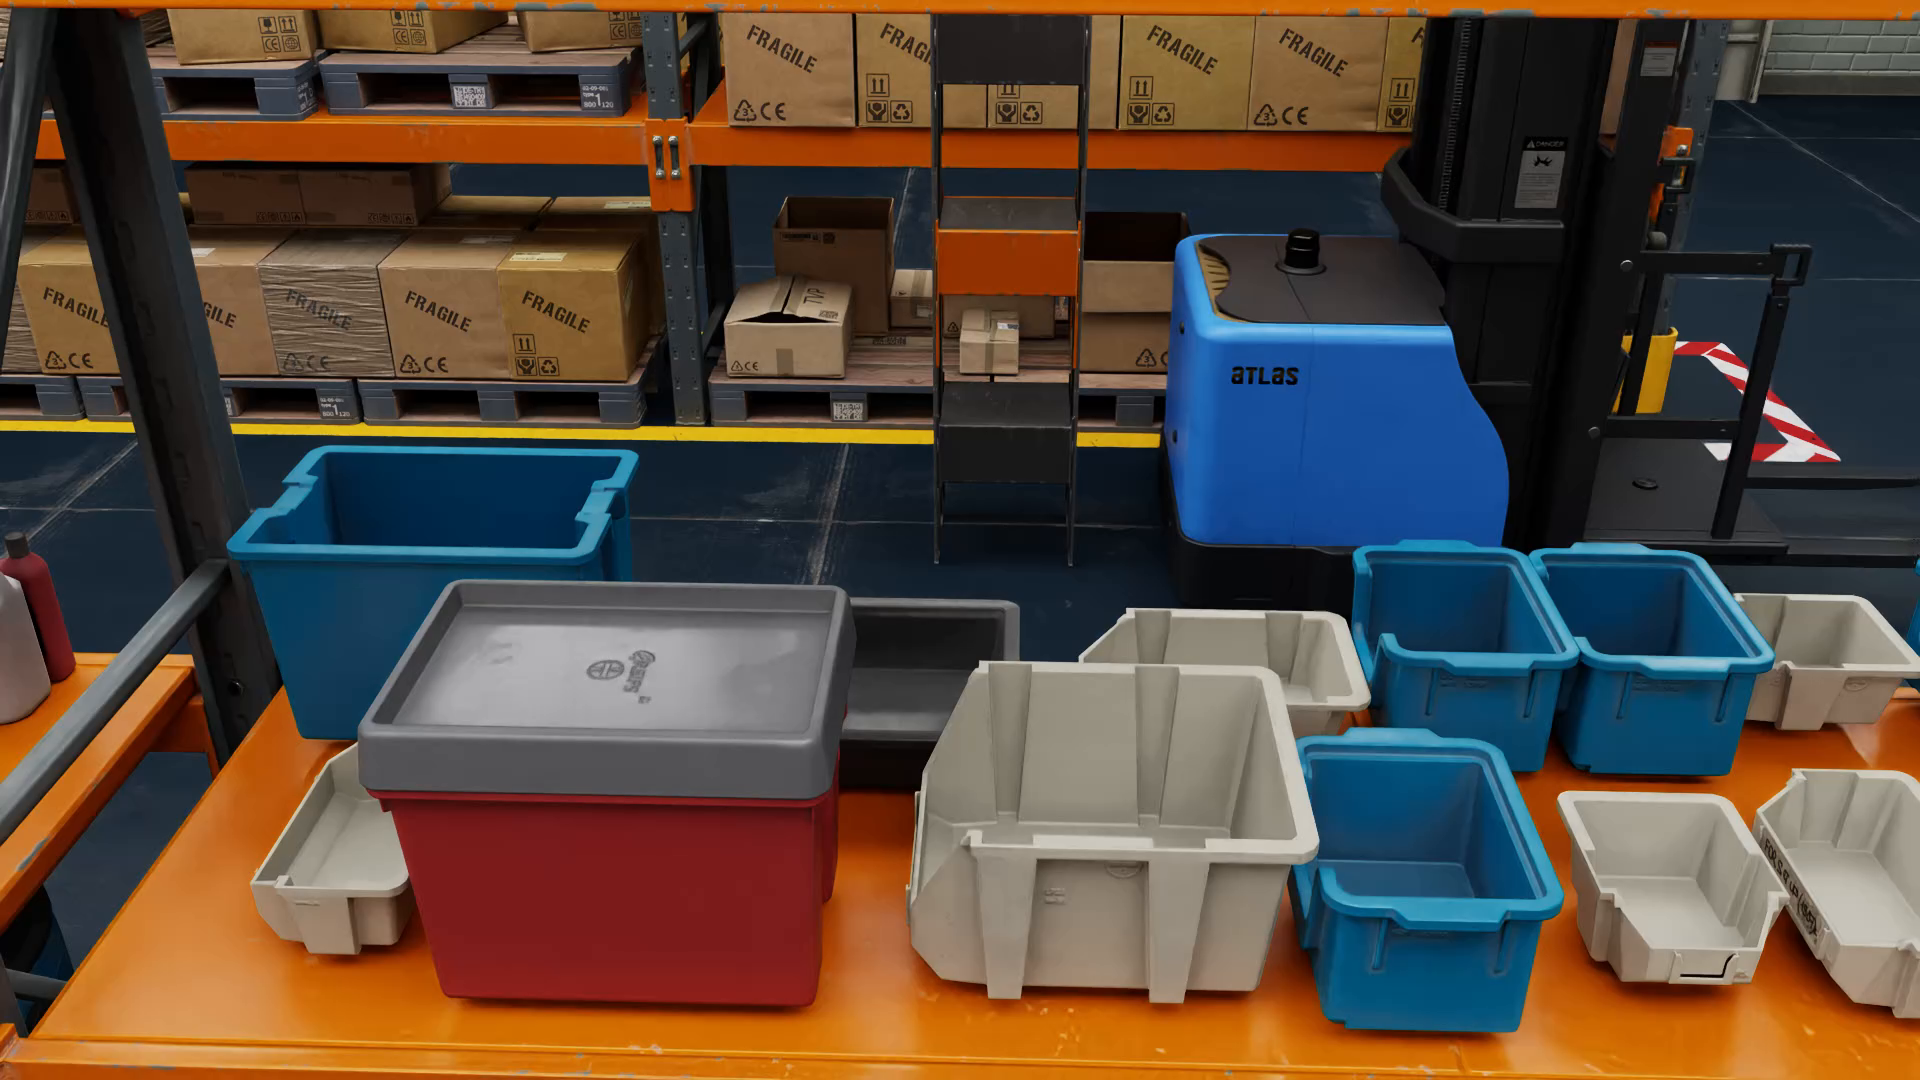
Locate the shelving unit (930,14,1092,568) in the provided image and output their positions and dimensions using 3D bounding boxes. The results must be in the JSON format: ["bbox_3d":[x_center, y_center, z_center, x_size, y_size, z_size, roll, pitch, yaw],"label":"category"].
[{"bbox_3d":[0.165,-0.925,5.753,0.503,2.100,0.431,1,28,2],"label":"shelving unit"}]

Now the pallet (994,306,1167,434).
[{"bbox_3d":[0.763,-0.784,7.504,1.213,0.211,1.003,1,28,2],"label":"pallet"}]

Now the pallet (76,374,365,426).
[{"bbox_3d":[-3.183,-0.830,7.590,1.213,0.211,1.003,1,28,2],"label":"pallet"}]

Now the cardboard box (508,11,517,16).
[{"bbox_3d":[-3.367,-3.577,11.641,0.750,0.750,0.750,1,28,2],"label":"cardboard box"}]

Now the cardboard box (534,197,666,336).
[{"bbox_3d":[-1.621,-1.259,7.622,0.500,0.500,0.500,0,28,-1],"label":"cardboard box"}]

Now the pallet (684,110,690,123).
[{"bbox_3d":[-1.749,-3.111,11.894,1.213,0.211,1.003,1,28,2],"label":"pallet"}]

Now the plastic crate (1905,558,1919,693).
[{"bbox_3d":[1.780,0.216,2.755,0.300,0.233,0.416,1,28,2],"label":"plastic crate"}]

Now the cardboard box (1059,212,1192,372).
[{"bbox_3d":[0.732,-1.110,7.337,0.637,0.503,0.797,1,28,2],"label":"cardboard box"}]

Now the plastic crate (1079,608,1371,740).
[{"bbox_3d":[0.426,0.250,2.794,0.466,0.136,0.293,1,28,2],"label":"plastic crate"}]

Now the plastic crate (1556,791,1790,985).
[{"bbox_3d":[0.987,0.498,2.326,0.250,0.136,0.298,1,28,2],"label":"plastic crate"}]

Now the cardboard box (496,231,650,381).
[{"bbox_3d":[-1.649,-1.011,7.154,0.500,0.500,0.500,1,28,2],"label":"cardboard box"}]

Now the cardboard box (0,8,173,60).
[{"bbox_3d":[-3.603,-2.281,6.795,0.500,0.500,0.700,6,29,11],"label":"cardboard box"}]

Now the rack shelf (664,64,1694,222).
[{"bbox_3d":[0.853,-1.696,7.015,4.000,0.370,1.077,1,28,2],"label":"rack shelf"}]

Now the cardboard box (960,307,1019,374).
[{"bbox_3d":[0.131,-0.872,7.247,0.250,0.166,0.380,1,28,2],"label":"cardboard box"}]

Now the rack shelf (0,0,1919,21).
[{"bbox_3d":[0.674,-0.703,1.939,4.000,0.370,1.077,1,28,2],"label":"rack shelf"}]

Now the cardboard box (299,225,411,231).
[{"bbox_3d":[-2.653,-1.274,7.651,0.500,0.500,0.500,1,28,2],"label":"cardboard box"}]

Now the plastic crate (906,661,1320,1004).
[{"bbox_3d":[0.195,0.409,2.339,0.530,0.282,0.437,1,28,2],"label":"plastic crate"}]

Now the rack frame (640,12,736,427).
[{"bbox_3d":[-1.146,-2.047,6.909,0.127,3.000,1.000,1,28,2],"label":"rack frame"}]

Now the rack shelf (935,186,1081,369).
[{"bbox_3d":[0.165,-0.913,5.759,0.480,0.518,0.431,1,28,2],"label":"rack shelf"}]

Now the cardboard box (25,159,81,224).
[{"bbox_3d":[-4.144,-1.630,7.520,0.500,0.250,0.500,2,28,4],"label":"cardboard box"}]

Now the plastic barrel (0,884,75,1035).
[{"bbox_3d":[-1.868,0.996,2.960,0.708,0.901,0.600,1,28,2],"label":"plastic barrel"}]

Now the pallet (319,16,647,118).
[{"bbox_3d":[-1.941,-2.026,7.075,1.213,0.211,1.003,1,28,2],"label":"pallet"}]

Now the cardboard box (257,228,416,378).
[{"bbox_3d":[-2.644,-1.032,7.192,0.500,0.500,0.500,1,28,2],"label":"cardboard box"}]

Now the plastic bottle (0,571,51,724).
[{"bbox_3d":[-1.705,0.135,2.845,0.185,0.351,0.144,1,28,2],"label":"plastic bottle"}]

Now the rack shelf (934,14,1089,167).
[{"bbox_3d":[0.165,-1.531,5.432,0.480,0.518,0.431,1,28,2],"label":"rack shelf"}]

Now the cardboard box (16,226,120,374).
[{"bbox_3d":[-3.674,-1.045,7.218,0.500,0.500,0.500,1,28,1],"label":"cardboard box"}]

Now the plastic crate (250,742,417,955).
[{"bbox_3d":[-0.864,0.436,2.442,0.243,0.136,0.396,1,28,2],"label":"plastic crate"}]

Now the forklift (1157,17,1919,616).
[{"bbox_3d":[2.269,-1.221,5.425,3.031,2.935,1.130,1,28,2],"label":"forklift"}]

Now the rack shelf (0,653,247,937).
[{"bbox_3d":[-3.323,0.556,2.766,4.000,0.370,1.077,1,28,2],"label":"rack shelf"}]

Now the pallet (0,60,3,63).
[{"bbox_3d":[-4.464,-2.050,7.119,1.003,0.211,1.213,1,28,2],"label":"pallet"}]

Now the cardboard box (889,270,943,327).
[{"bbox_3d":[-0.190,-1.127,7.748,0.250,0.149,0.380,1,28,2],"label":"cardboard box"}]

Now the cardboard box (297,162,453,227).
[{"bbox_3d":[-2.620,-1.607,7.477,0.500,0.250,0.500,1,28,2],"label":"cardboard box"}]

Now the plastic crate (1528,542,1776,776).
[{"bbox_3d":[1.122,0.205,2.775,0.300,0.233,0.416,1,28,2],"label":"plastic crate"}]

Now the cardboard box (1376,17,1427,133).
[{"bbox_3d":[1.876,-1.912,6.547,0.500,0.500,0.500,1,28,2],"label":"cardboard box"}]

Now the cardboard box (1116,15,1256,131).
[{"bbox_3d":[0.874,-1.931,6.584,0.500,0.500,0.500,1,28,1],"label":"cardboard box"}]

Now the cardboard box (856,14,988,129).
[{"bbox_3d":[-0.134,-1.948,6.616,0.500,0.500,0.500,1,28,3],"label":"cardboard box"}]

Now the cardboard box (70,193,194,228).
[{"bbox_3d":[-3.683,-1.289,7.678,0.500,0.500,0.500,0,28,0],"label":"cardboard box"}]

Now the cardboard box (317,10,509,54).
[{"bbox_3d":[-2.301,-2.371,6.965,0.500,0.500,0.700,5,28,10],"label":"cardboard box"}]

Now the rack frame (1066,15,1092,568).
[{"bbox_3d":[0.409,-0.921,5.745,0.015,2.100,0.400,1,28,2],"label":"rack frame"}]
